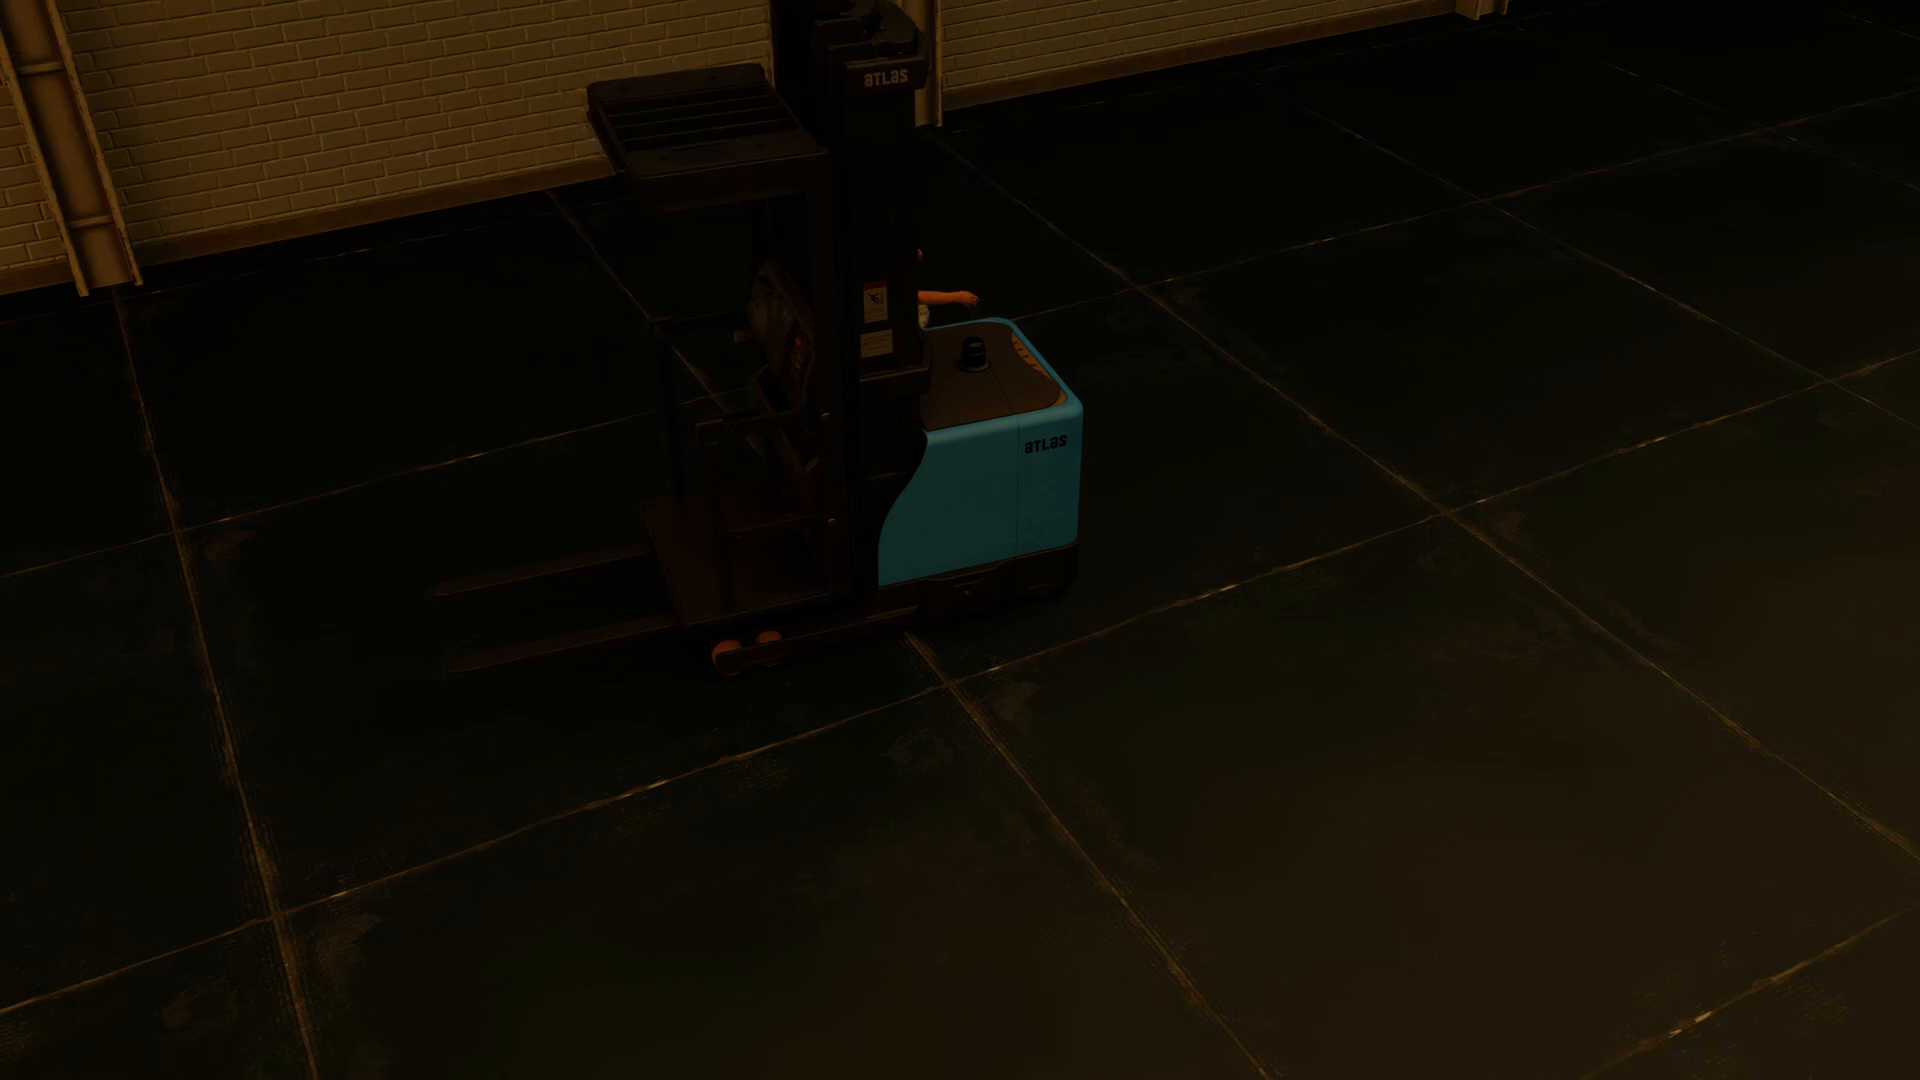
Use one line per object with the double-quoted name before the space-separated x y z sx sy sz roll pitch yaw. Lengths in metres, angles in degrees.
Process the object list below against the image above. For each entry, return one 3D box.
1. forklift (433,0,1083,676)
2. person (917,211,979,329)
"forklift" -0.983 -0.909 7.408 3.031 2.935 1.130 -12 37 -17
"person" -0.302 -1.309 9.238 0.745 1.477 0.853 -7 36 -10
